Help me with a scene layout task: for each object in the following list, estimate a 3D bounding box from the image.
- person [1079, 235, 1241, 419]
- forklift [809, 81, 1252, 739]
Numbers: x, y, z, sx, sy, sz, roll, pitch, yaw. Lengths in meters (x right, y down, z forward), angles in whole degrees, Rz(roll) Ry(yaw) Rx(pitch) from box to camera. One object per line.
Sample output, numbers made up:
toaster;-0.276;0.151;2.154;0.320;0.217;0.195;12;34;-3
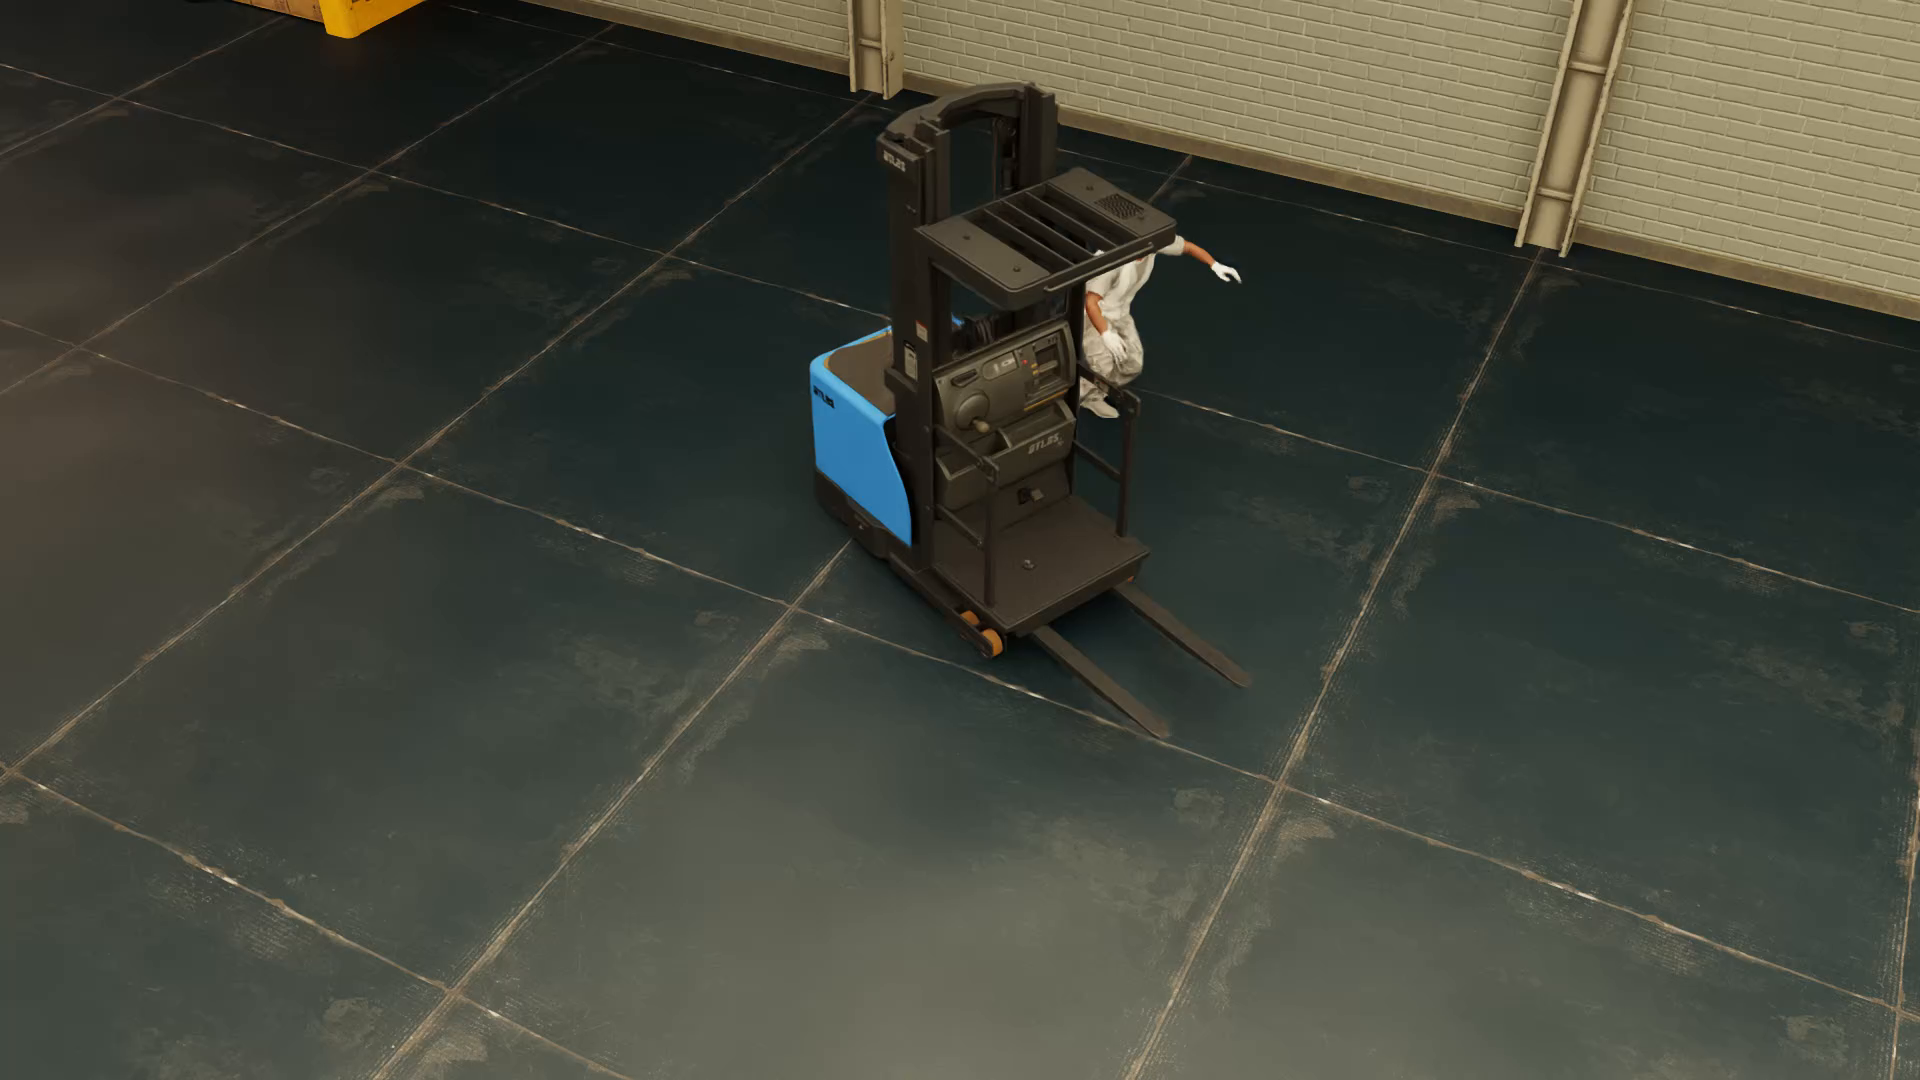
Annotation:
person;1.080;-1.370;10.724;0.920;1.526;1.259;30;49;31
forklift;0.388;-0.814;8.953;1.130;2.935;3.031;-27;47;-28
